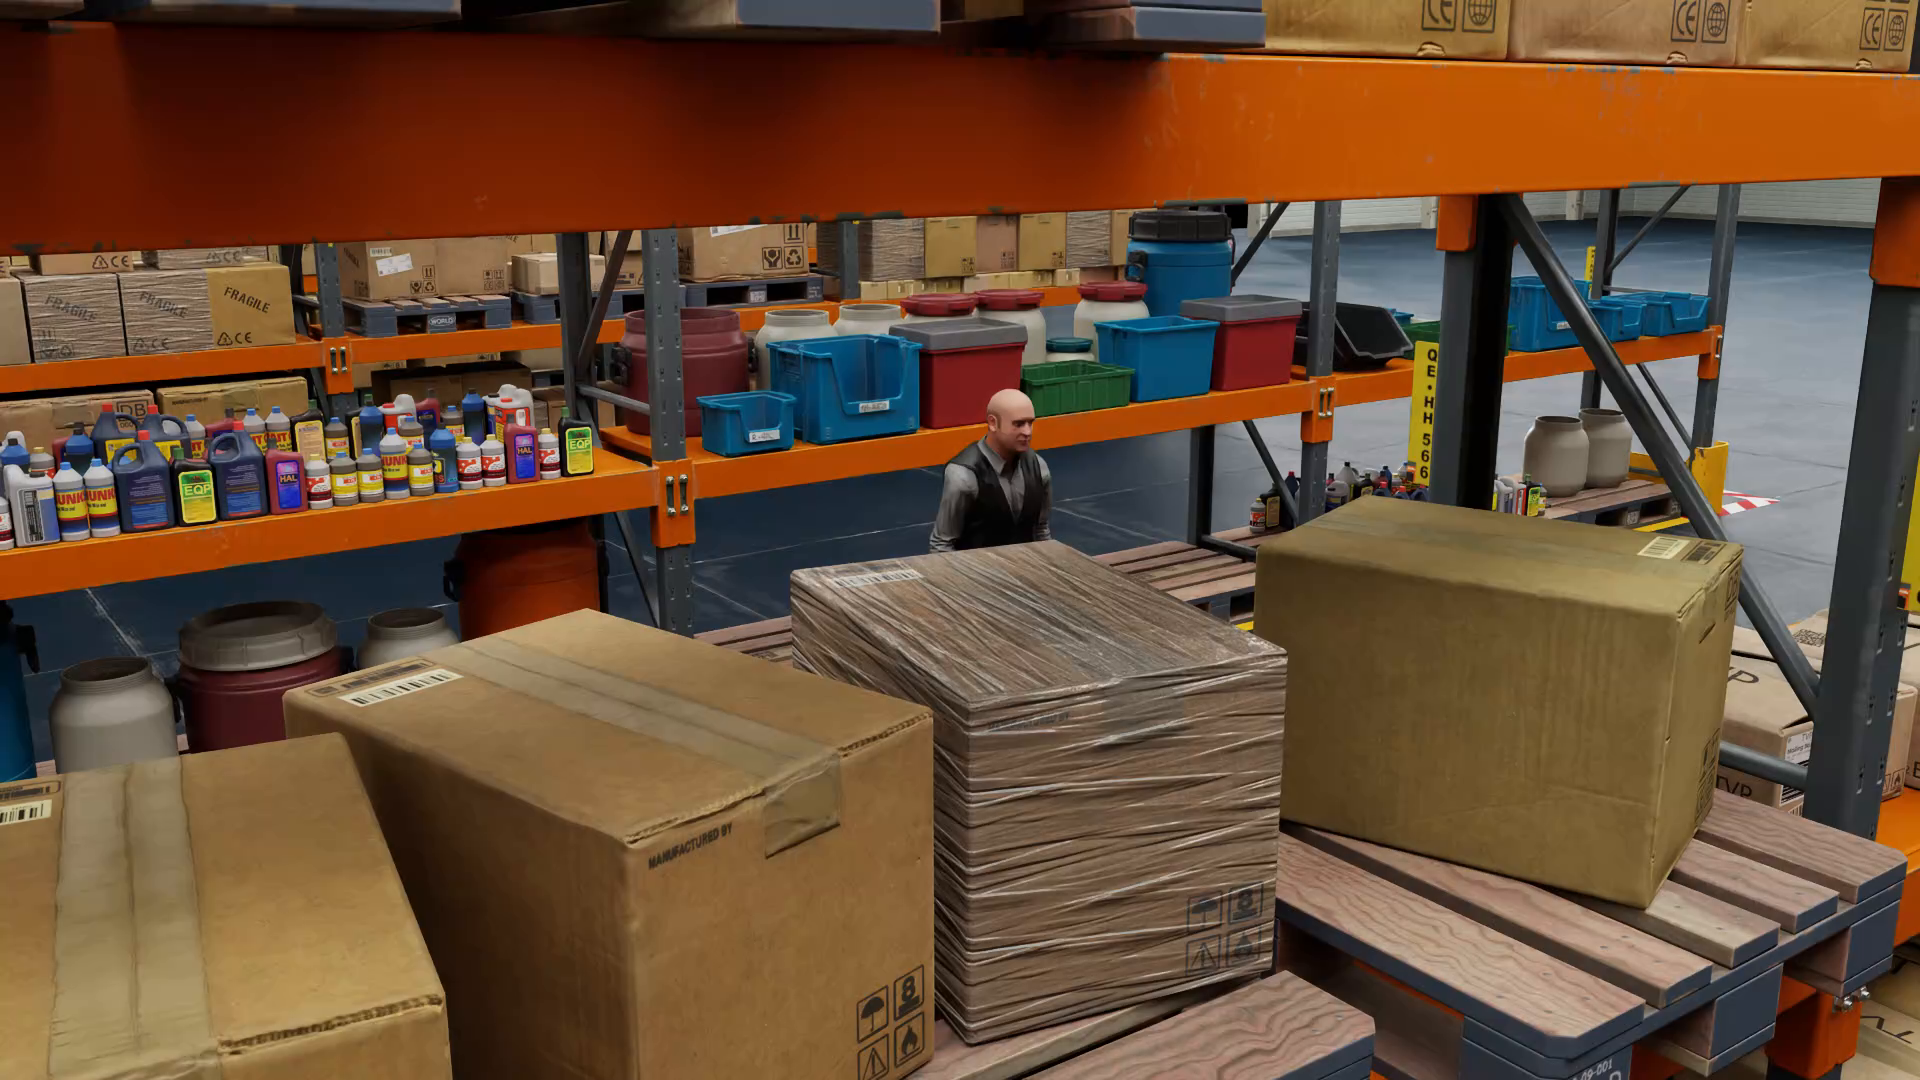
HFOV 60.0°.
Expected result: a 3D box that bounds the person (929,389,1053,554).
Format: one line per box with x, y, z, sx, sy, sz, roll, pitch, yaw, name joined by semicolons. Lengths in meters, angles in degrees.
0.144;0.246;6.622;0.587;1.721;0.462;-11;18;-36;person
